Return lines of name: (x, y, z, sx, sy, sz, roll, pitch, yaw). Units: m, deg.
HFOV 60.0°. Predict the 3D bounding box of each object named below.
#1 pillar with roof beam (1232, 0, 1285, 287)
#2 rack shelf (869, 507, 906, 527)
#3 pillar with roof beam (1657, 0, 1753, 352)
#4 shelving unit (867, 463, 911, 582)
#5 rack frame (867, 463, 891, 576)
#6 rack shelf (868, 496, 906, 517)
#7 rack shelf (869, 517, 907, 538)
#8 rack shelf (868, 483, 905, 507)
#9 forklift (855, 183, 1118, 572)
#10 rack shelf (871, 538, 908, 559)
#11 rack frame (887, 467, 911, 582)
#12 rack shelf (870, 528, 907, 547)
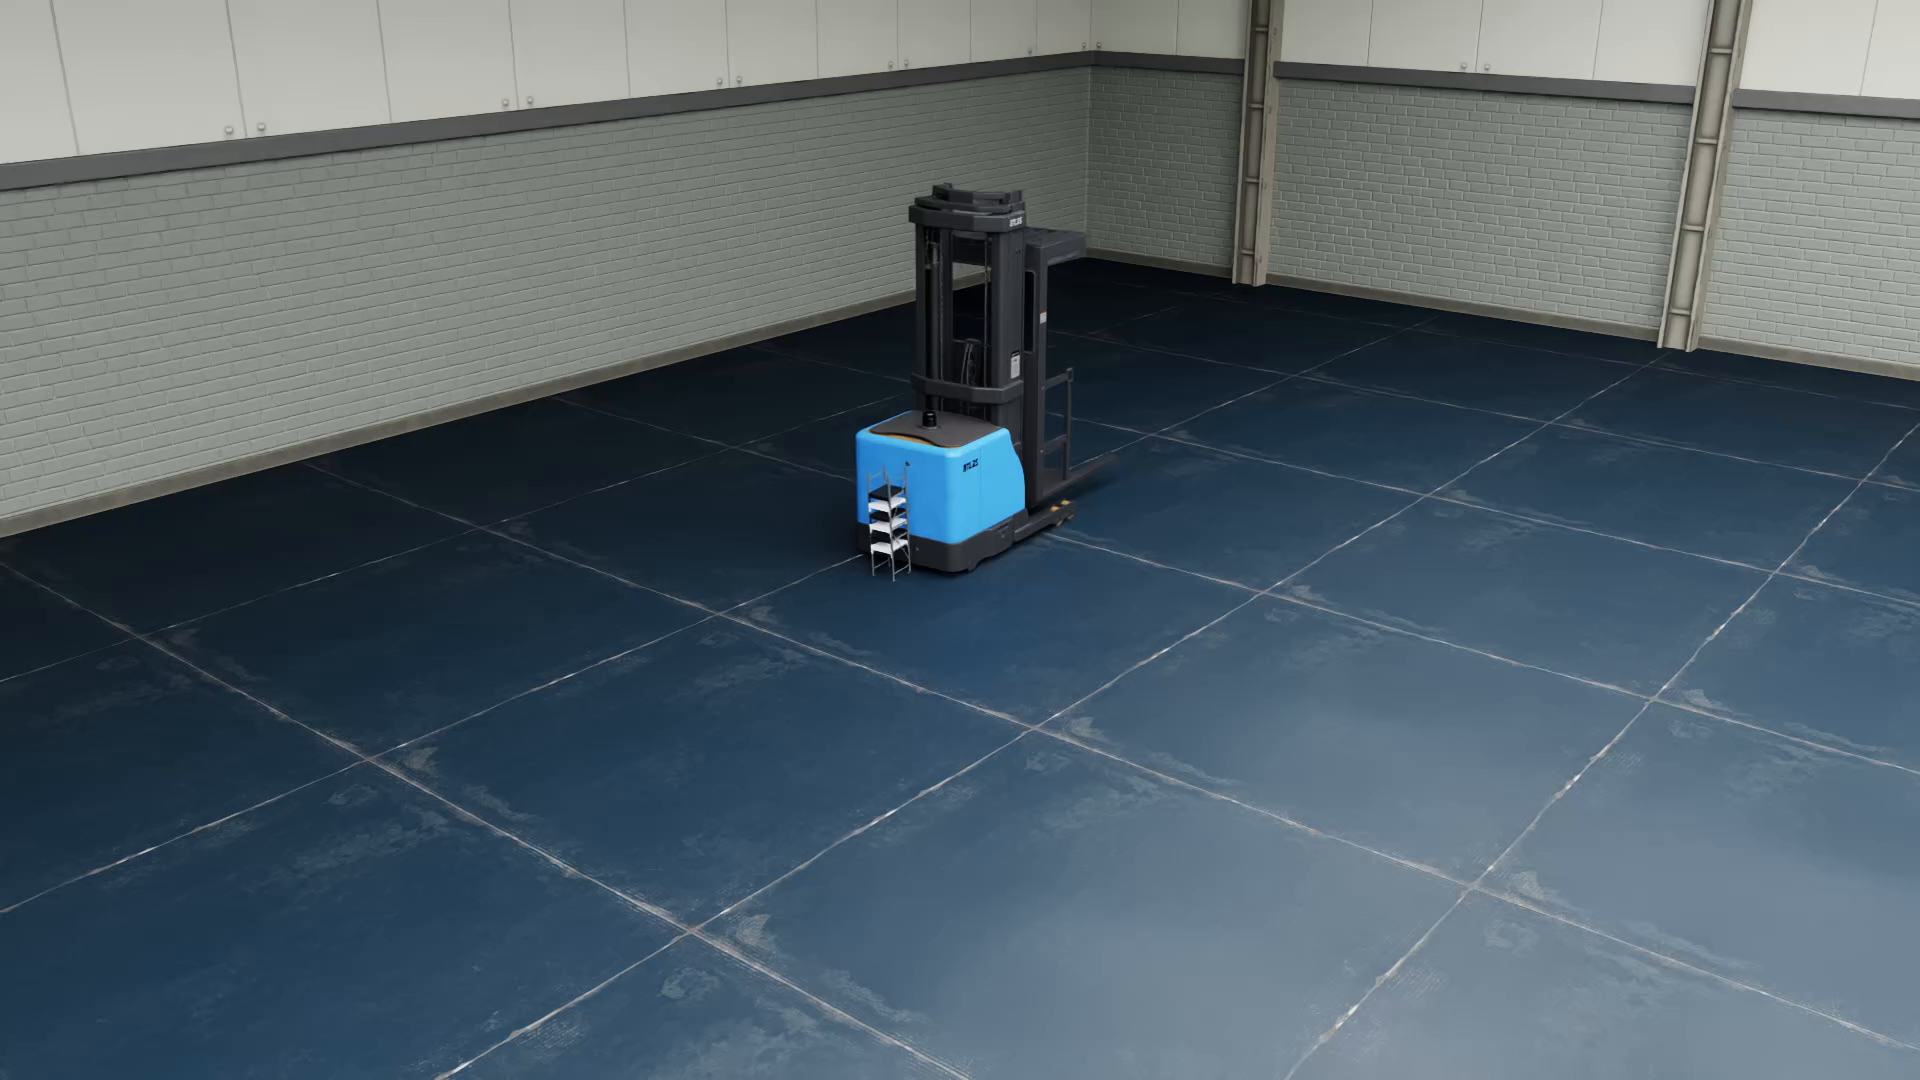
pillar with roof beam: (1.449, -6.742, 19.292, 0.400, 9.000, 9.100, 16, 26, 36)
rack shelf: (-0.567, -0.194, 13.226, 0.200, 0.077, 0.258, 13, 28, 32)
pillar with roof beam: (6.098, -5.403, 15.742, 0.400, 9.000, 9.100, 16, 26, 36)
shelving unit: (-0.565, -0.142, 13.248, 0.210, 0.900, 0.258, 13, 28, 32)
rack frame: (-0.649, -0.162, 13.302, 0.006, 0.900, 0.240, 13, 28, 32)
rack shelf: (-0.570, -0.276, 13.190, 0.200, 0.077, 0.258, 13, 28, 32)
rack shelf: (-0.564, -0.111, 13.261, 0.200, 0.077, 0.258, 13, 28, 32)
rack shelf: (-0.572, -0.359, 13.155, 0.200, 0.077, 0.258, 13, 28, 32)
forklift: (0.369, -1.580, 14.204, 1.130, 2.935, 3.031, 13, 24, 31)
rack shelf: (-0.558, 0.054, 13.332, 0.200, 0.077, 0.258, 13, 28, 32)
rack frame: (-0.481, -0.121, 13.194, 0.006, 0.900, 0.240, 13, 28, 32)
rack shelf: (-0.561, -0.028, 13.297, 0.200, 0.077, 0.258, 13, 28, 32)
